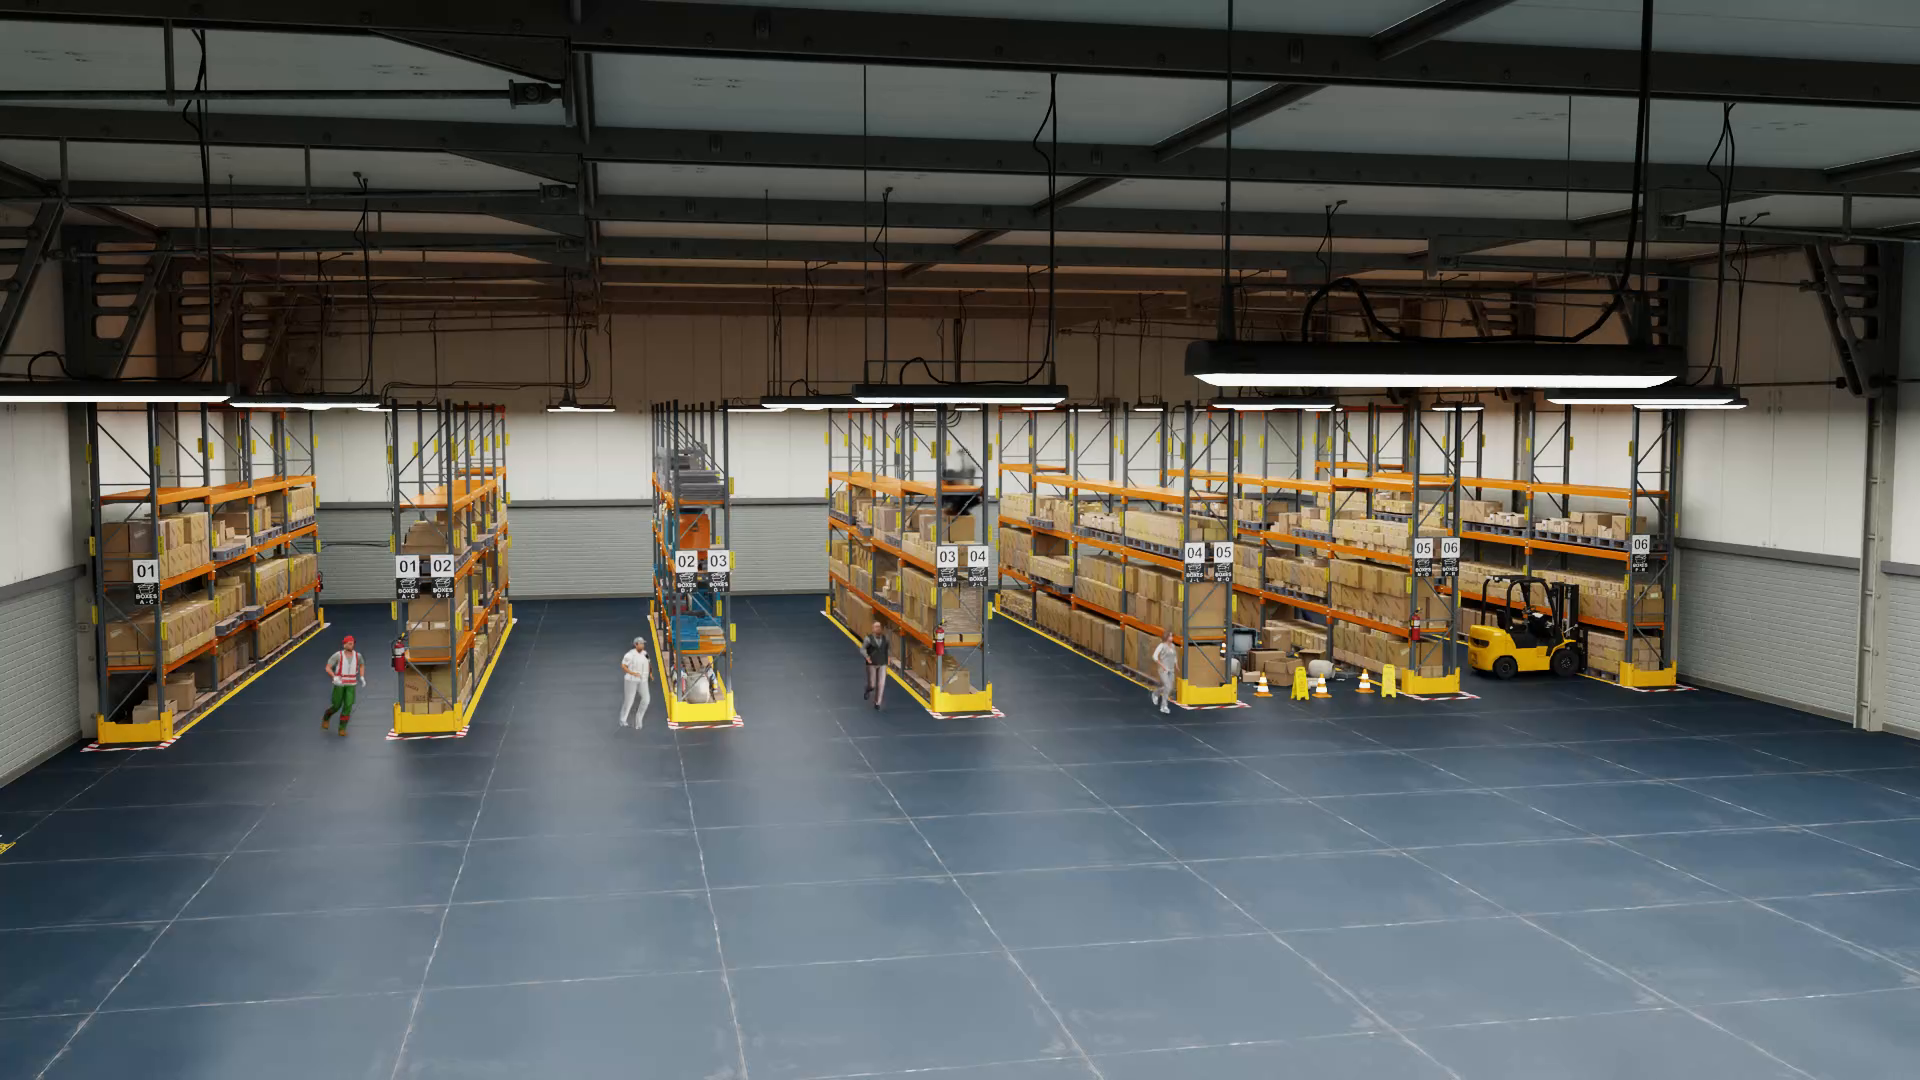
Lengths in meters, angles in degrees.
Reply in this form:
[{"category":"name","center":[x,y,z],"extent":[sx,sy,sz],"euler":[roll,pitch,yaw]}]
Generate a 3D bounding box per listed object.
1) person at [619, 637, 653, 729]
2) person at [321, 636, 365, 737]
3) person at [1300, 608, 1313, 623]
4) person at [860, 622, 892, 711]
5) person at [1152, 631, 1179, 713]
[{"category":"person","center":[-5.899,2.620,30.485],"extent":[0.673,1.683,0.627],"euler":[-4,6,-40]},{"category":"person","center":[-11.033,2.595,29.890],"extent":[0.725,1.754,0.791],"euler":[-4,6,-41]},{"category":"person","center":[9.228,1.570,44.307],"extent":[0.607,1.659,0.919],"euler":[-1,4,-15]},{"category":"person","center":[-1.631,2.445,32.473],"extent":[0.673,1.697,0.775],"euler":[-1,5,-19]},{"category":"person","center":[3.948,2.535,32.188],"extent":[0.558,1.555,0.537],"euler":[-3,5,-37]}]
